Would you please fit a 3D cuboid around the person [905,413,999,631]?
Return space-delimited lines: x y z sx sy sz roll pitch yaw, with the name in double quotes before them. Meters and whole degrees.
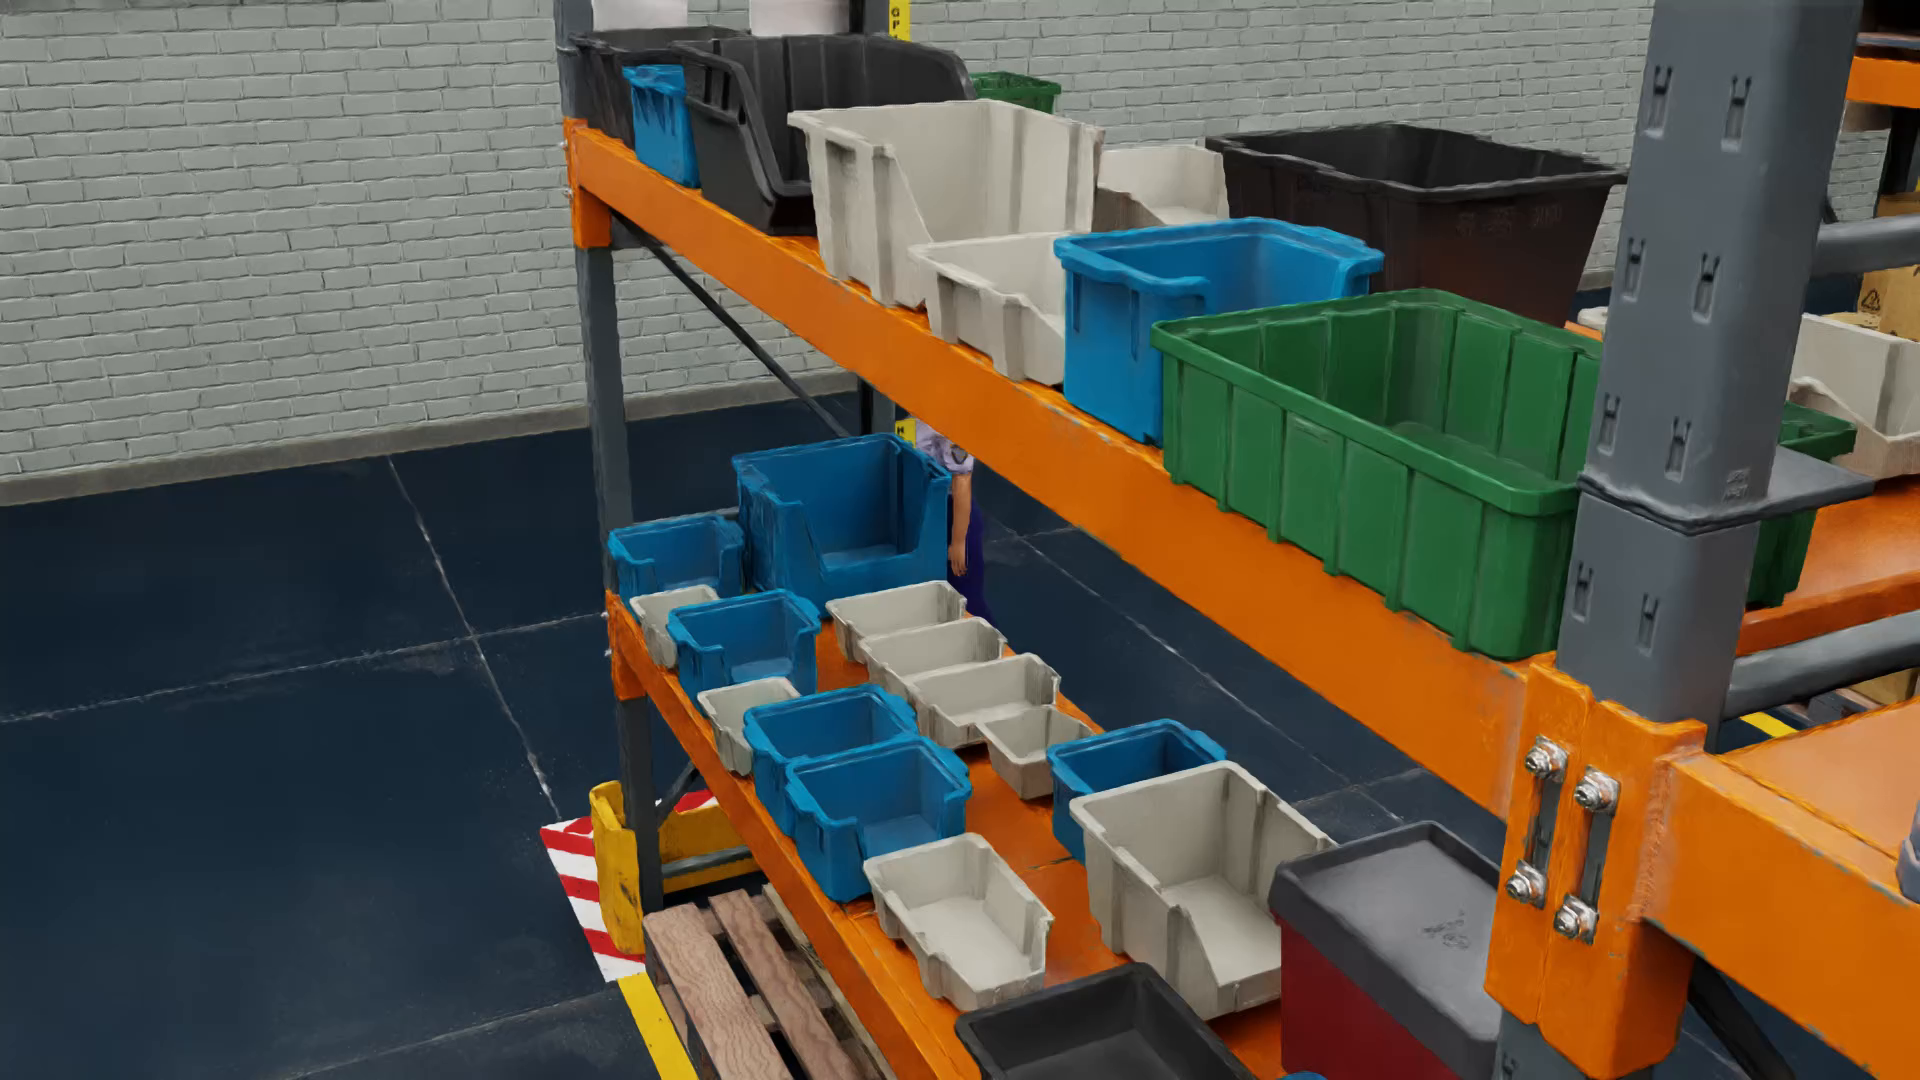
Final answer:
"person" -0.117 -0.081 7.270 0.569 1.636 0.671 -9 24 -21
